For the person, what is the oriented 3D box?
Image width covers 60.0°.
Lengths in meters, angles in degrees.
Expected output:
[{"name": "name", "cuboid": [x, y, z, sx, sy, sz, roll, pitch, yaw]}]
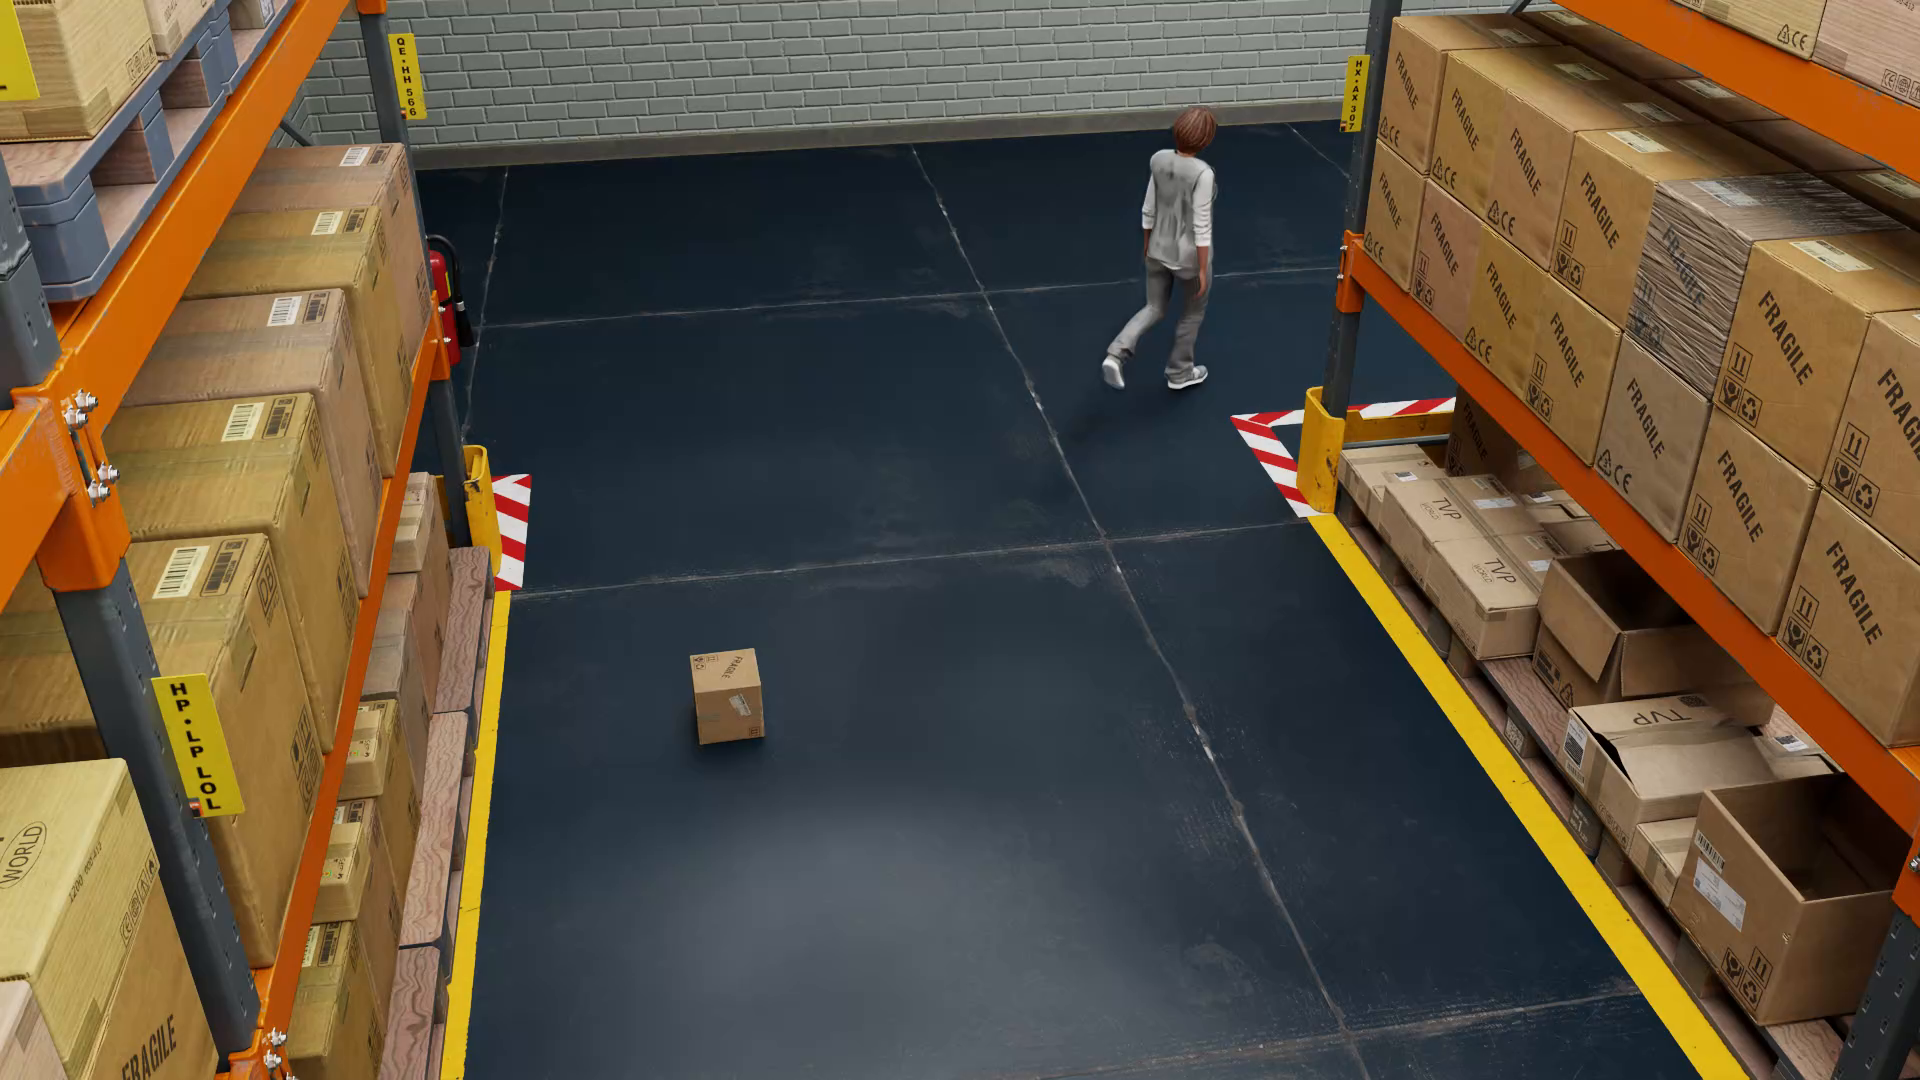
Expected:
[{"name": "person", "cuboid": [1.069, -1.440, 8.513, 0.453, 1.558, 0.746, 26, 40, 36]}]
